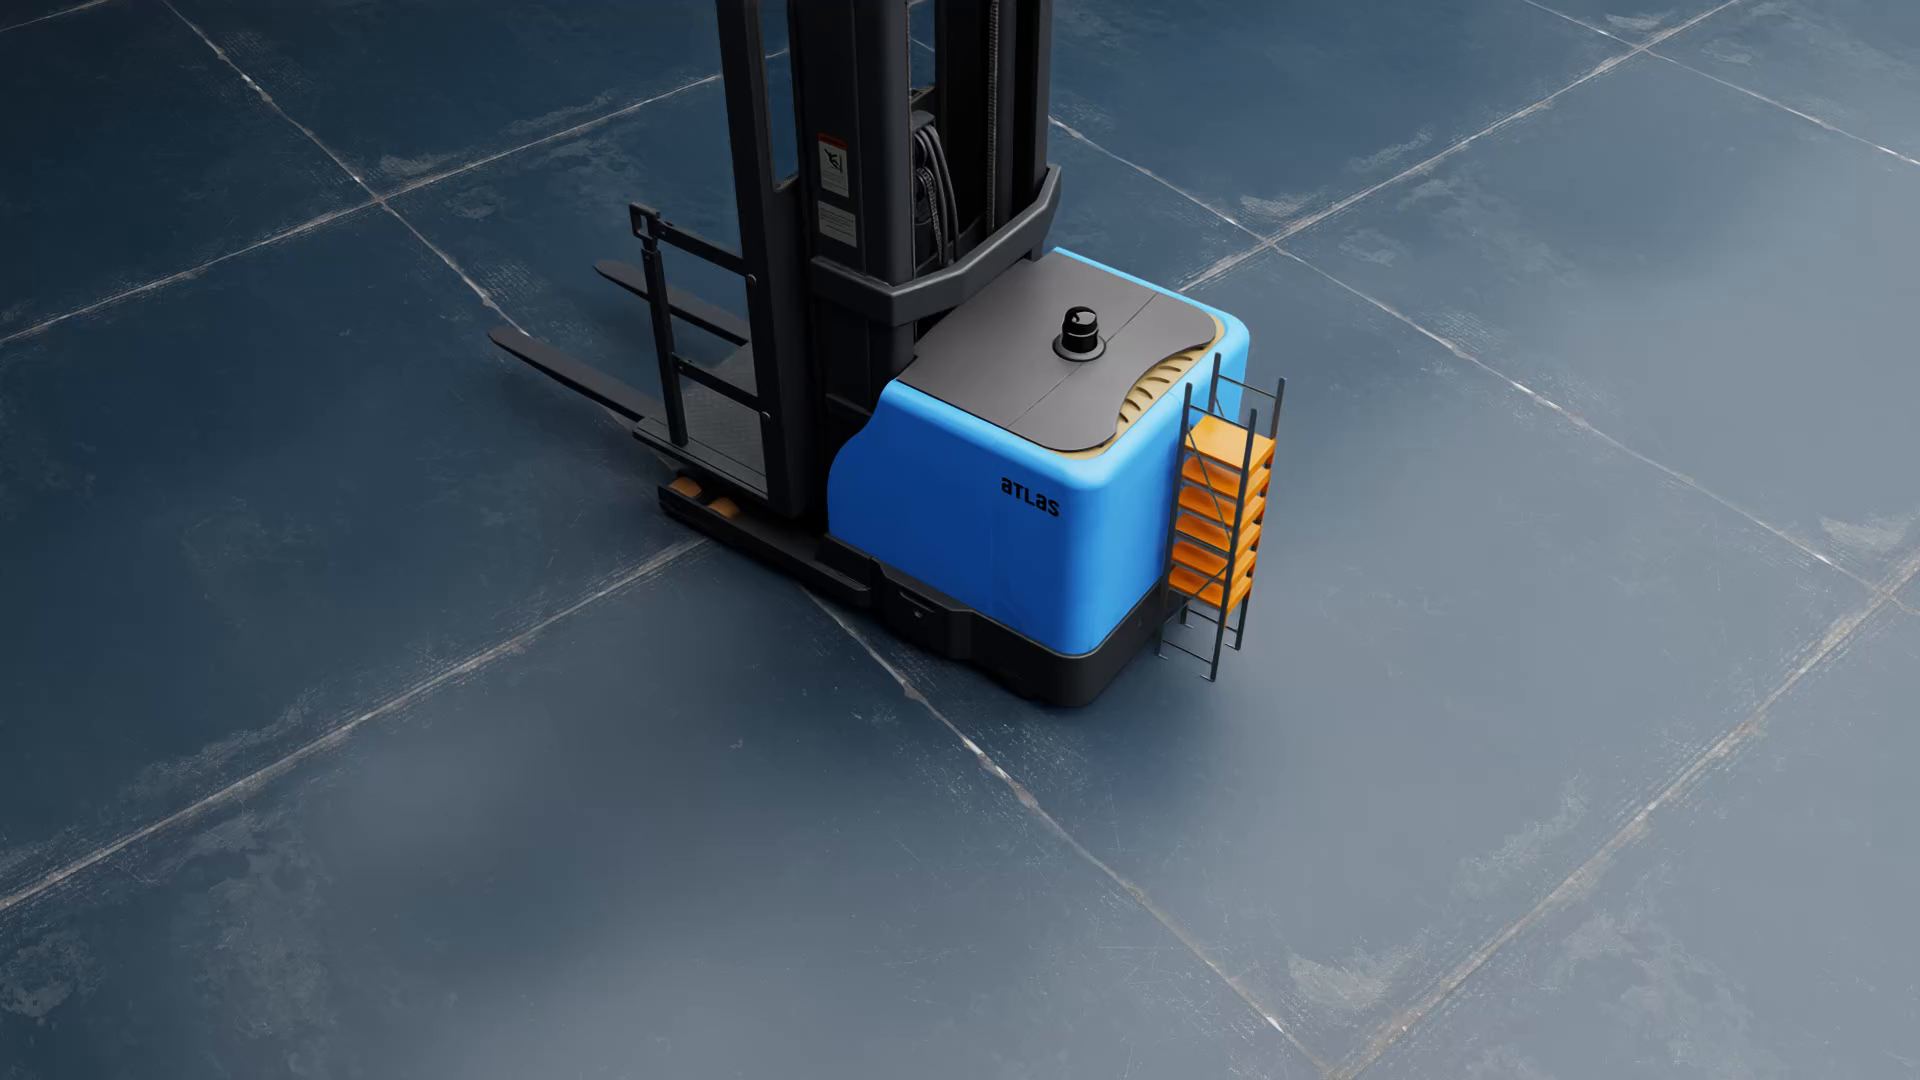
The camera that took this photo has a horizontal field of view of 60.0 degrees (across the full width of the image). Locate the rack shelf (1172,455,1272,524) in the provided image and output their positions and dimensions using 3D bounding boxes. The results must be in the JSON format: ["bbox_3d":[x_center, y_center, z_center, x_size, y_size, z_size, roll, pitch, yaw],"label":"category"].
[{"bbox_3d":[0.832,-0.186,5.286,0.258,0.103,0.180,25,49,25],"label":"rack shelf"}]

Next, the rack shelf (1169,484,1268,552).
[{"bbox_3d":[0.832,-0.098,5.368,0.258,0.103,0.180,25,49,25],"label":"rack shelf"}]

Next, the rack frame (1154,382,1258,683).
[{"bbox_3d":[0.780,0.008,5.365,0.240,1.200,0.006,25,49,25],"label":"rack frame"}]

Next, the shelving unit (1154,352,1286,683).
[{"bbox_3d":[0.832,-0.043,5.419,0.258,1.200,0.189,25,49,25],"label":"shelving unit"}]

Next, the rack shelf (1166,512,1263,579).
[{"bbox_3d":[0.832,-0.011,5.450,0.258,0.103,0.180,25,49,25],"label":"rack shelf"}]

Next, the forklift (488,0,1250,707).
[{"bbox_3d":[-0.523,-1.329,5.524,3.031,2.935,1.130,26,49,25],"label":"forklift"}]

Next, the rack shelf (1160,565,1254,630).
[{"bbox_3d":[0.832,0.164,5.614,0.258,0.103,0.180,25,49,25],"label":"rack shelf"}]

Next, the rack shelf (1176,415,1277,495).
[{"bbox_3d":[0.832,-0.273,5.203,0.258,0.103,0.180,25,49,25],"label":"rack shelf"}]

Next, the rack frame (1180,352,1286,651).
[{"bbox_3d":[0.884,-0.095,5.474,0.240,1.200,0.006,25,49,25],"label":"rack frame"}]

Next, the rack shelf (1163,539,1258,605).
[{"bbox_3d":[0.832,0.077,5.532,0.258,0.103,0.180,25,49,25],"label":"rack shelf"}]
